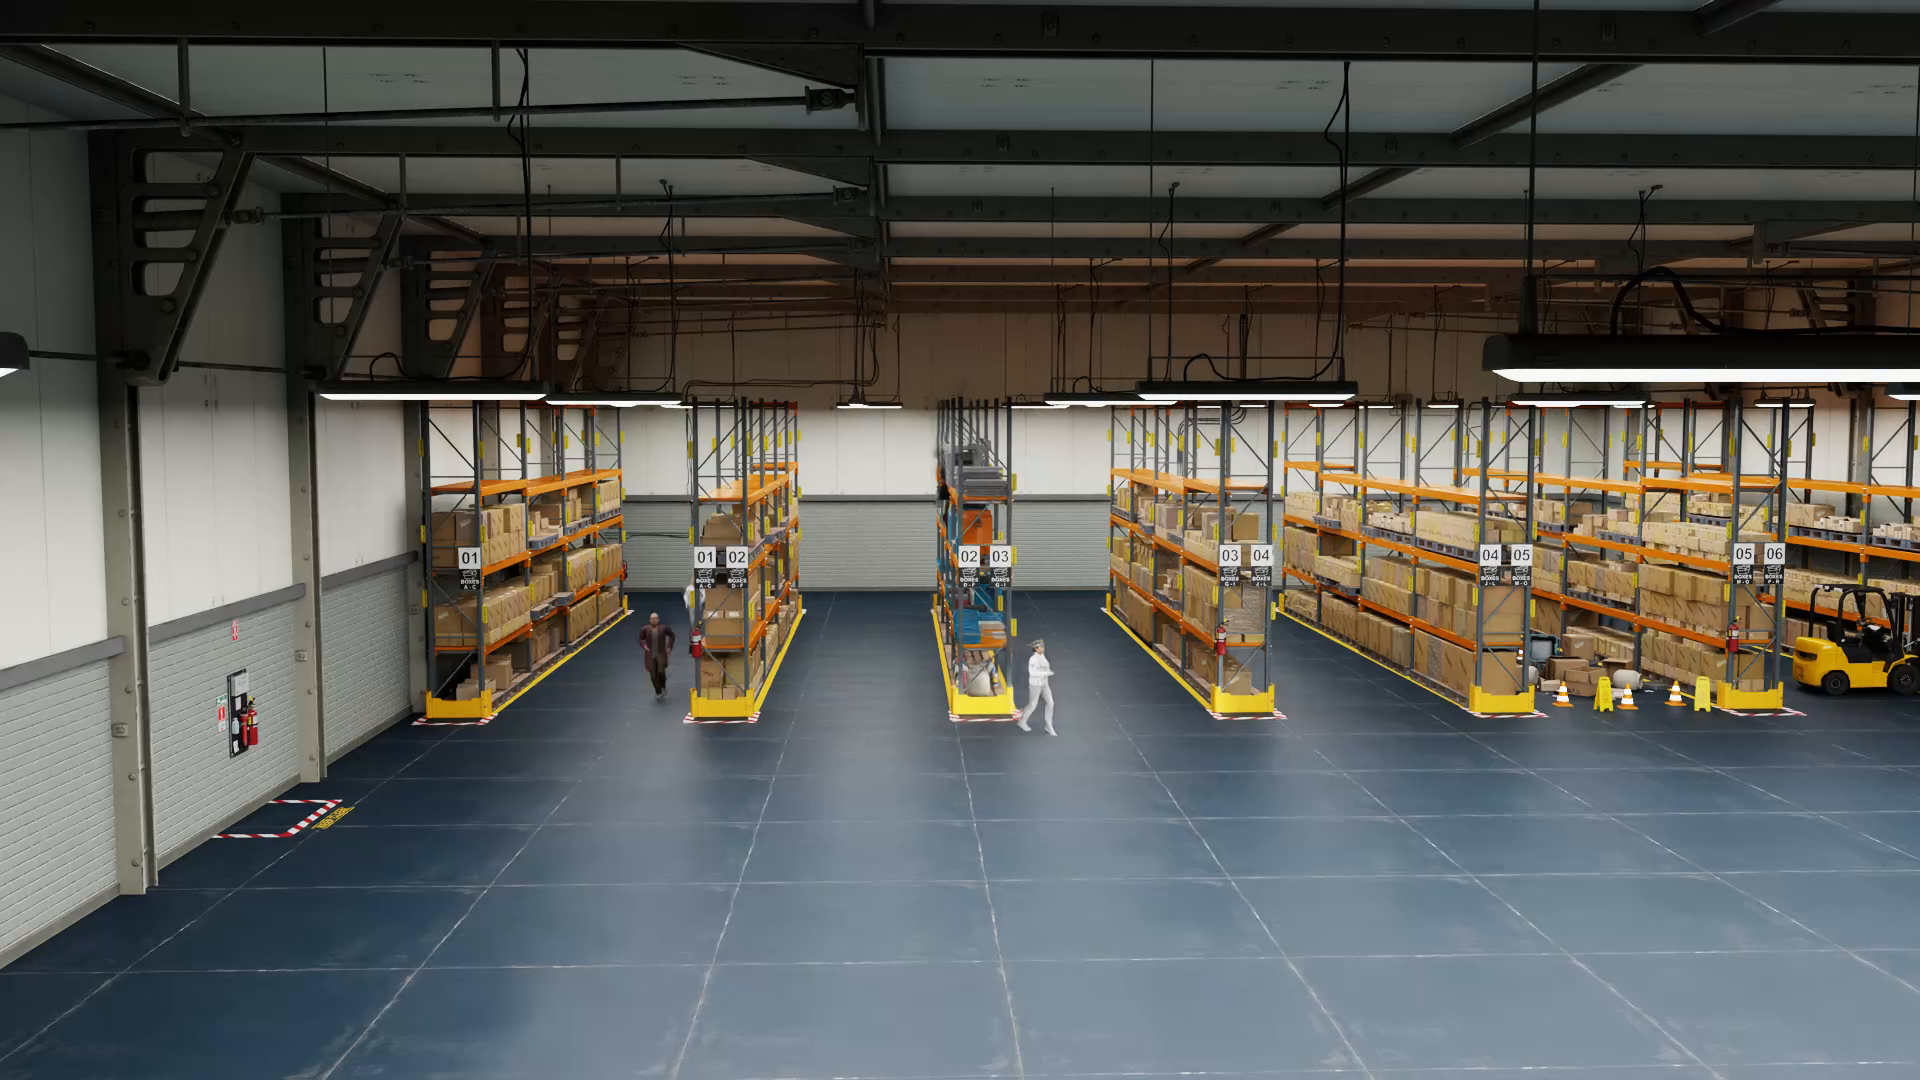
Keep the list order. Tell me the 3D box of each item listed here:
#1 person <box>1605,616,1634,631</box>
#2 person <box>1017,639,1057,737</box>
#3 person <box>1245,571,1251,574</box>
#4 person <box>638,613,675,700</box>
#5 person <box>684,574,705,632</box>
[{"bbox_3d":[17.089,1.474,43.076,0.717,1.740,1.019,-1,4,-11],"label":"person"},{"bbox_3d":[1.365,2.609,29.430,0.776,1.754,0.598,3,5,36],"label":"person"},{"bbox_3d":[8.059,1.321,45.211,0.696,1.763,0.972,0,4,0],"label":"person"},{"bbox_3d":[-6.024,2.311,32.920,0.714,1.735,0.650,0,4,-2],"label":"person"},{"bbox_3d":[-6.621,1.686,41.637,0.624,1.688,0.689,0,4,0],"label":"person"}]
